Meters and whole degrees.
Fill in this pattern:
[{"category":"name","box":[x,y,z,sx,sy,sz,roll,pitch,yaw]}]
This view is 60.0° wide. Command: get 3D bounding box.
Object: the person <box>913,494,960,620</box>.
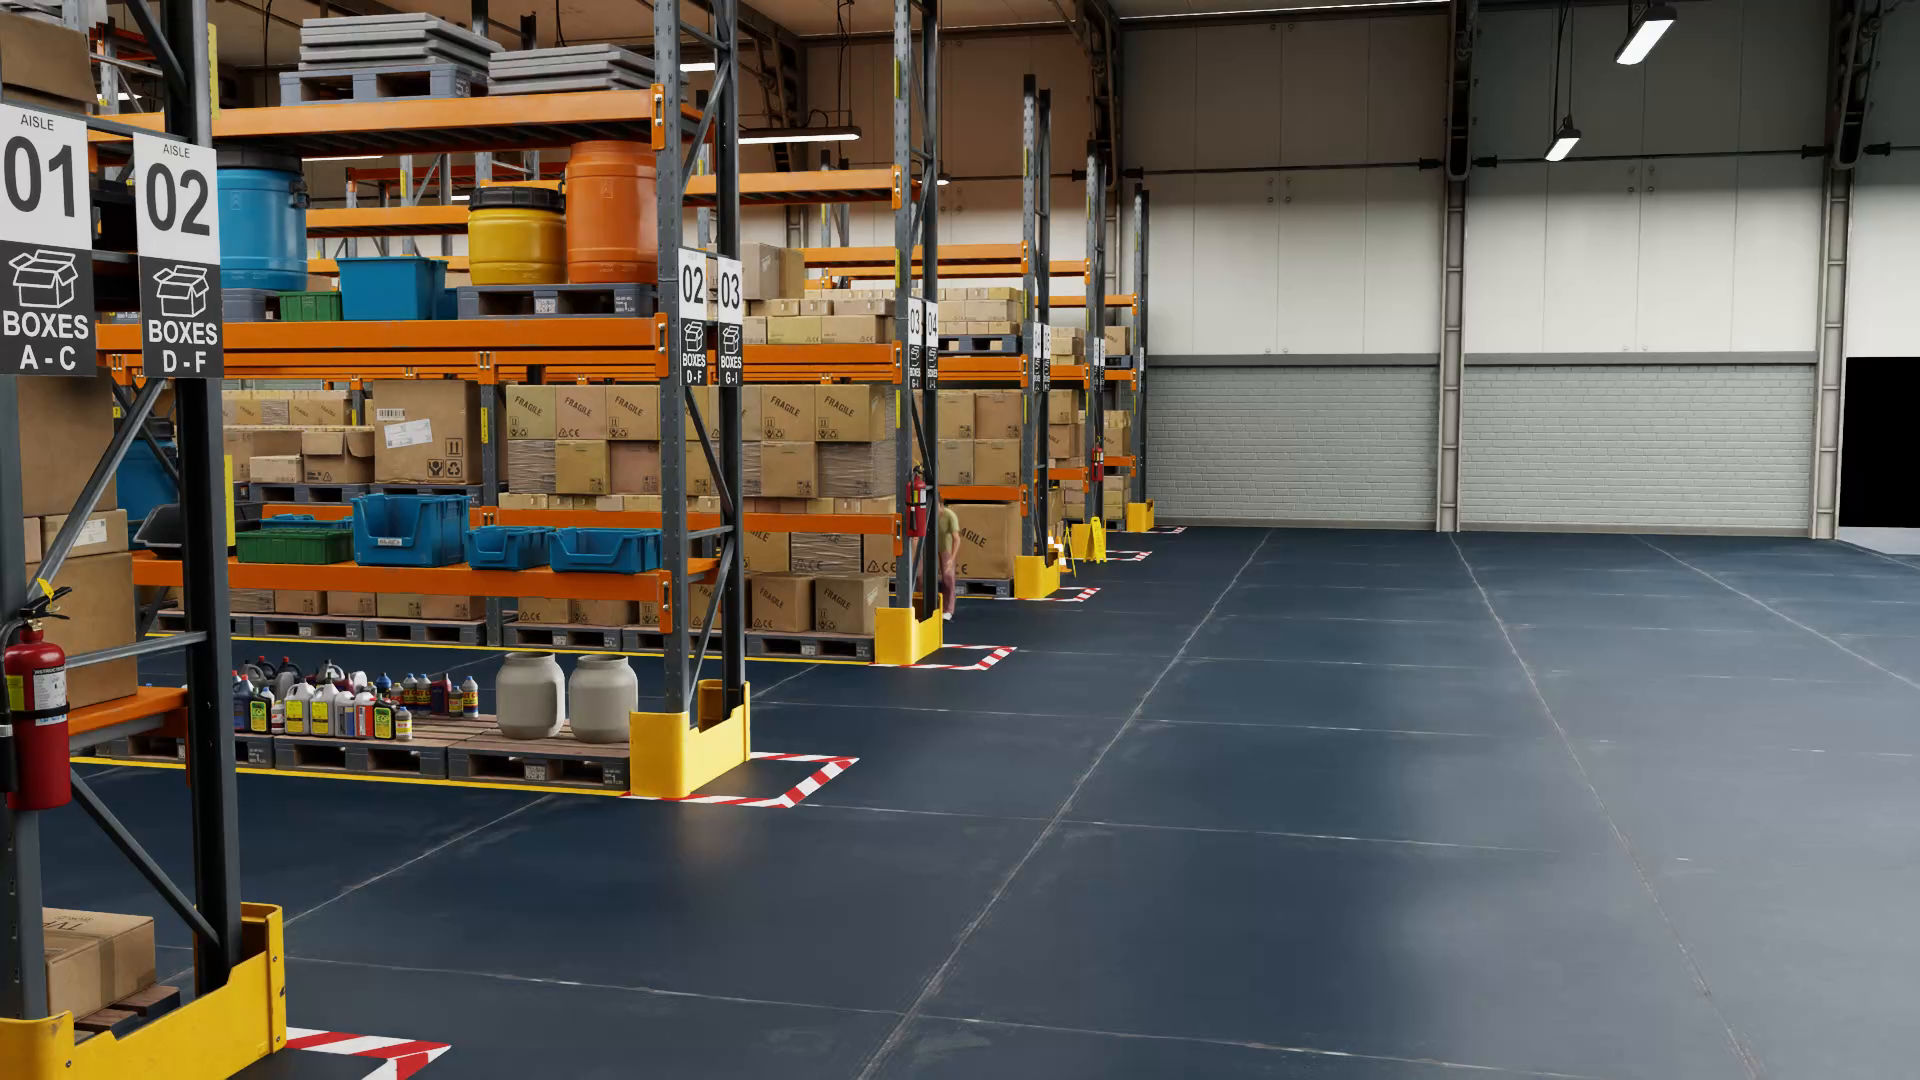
[{"category":"person","box":[-0.231,0.164,17.511,0.510,1.362,0.651,1,5,14]}]
